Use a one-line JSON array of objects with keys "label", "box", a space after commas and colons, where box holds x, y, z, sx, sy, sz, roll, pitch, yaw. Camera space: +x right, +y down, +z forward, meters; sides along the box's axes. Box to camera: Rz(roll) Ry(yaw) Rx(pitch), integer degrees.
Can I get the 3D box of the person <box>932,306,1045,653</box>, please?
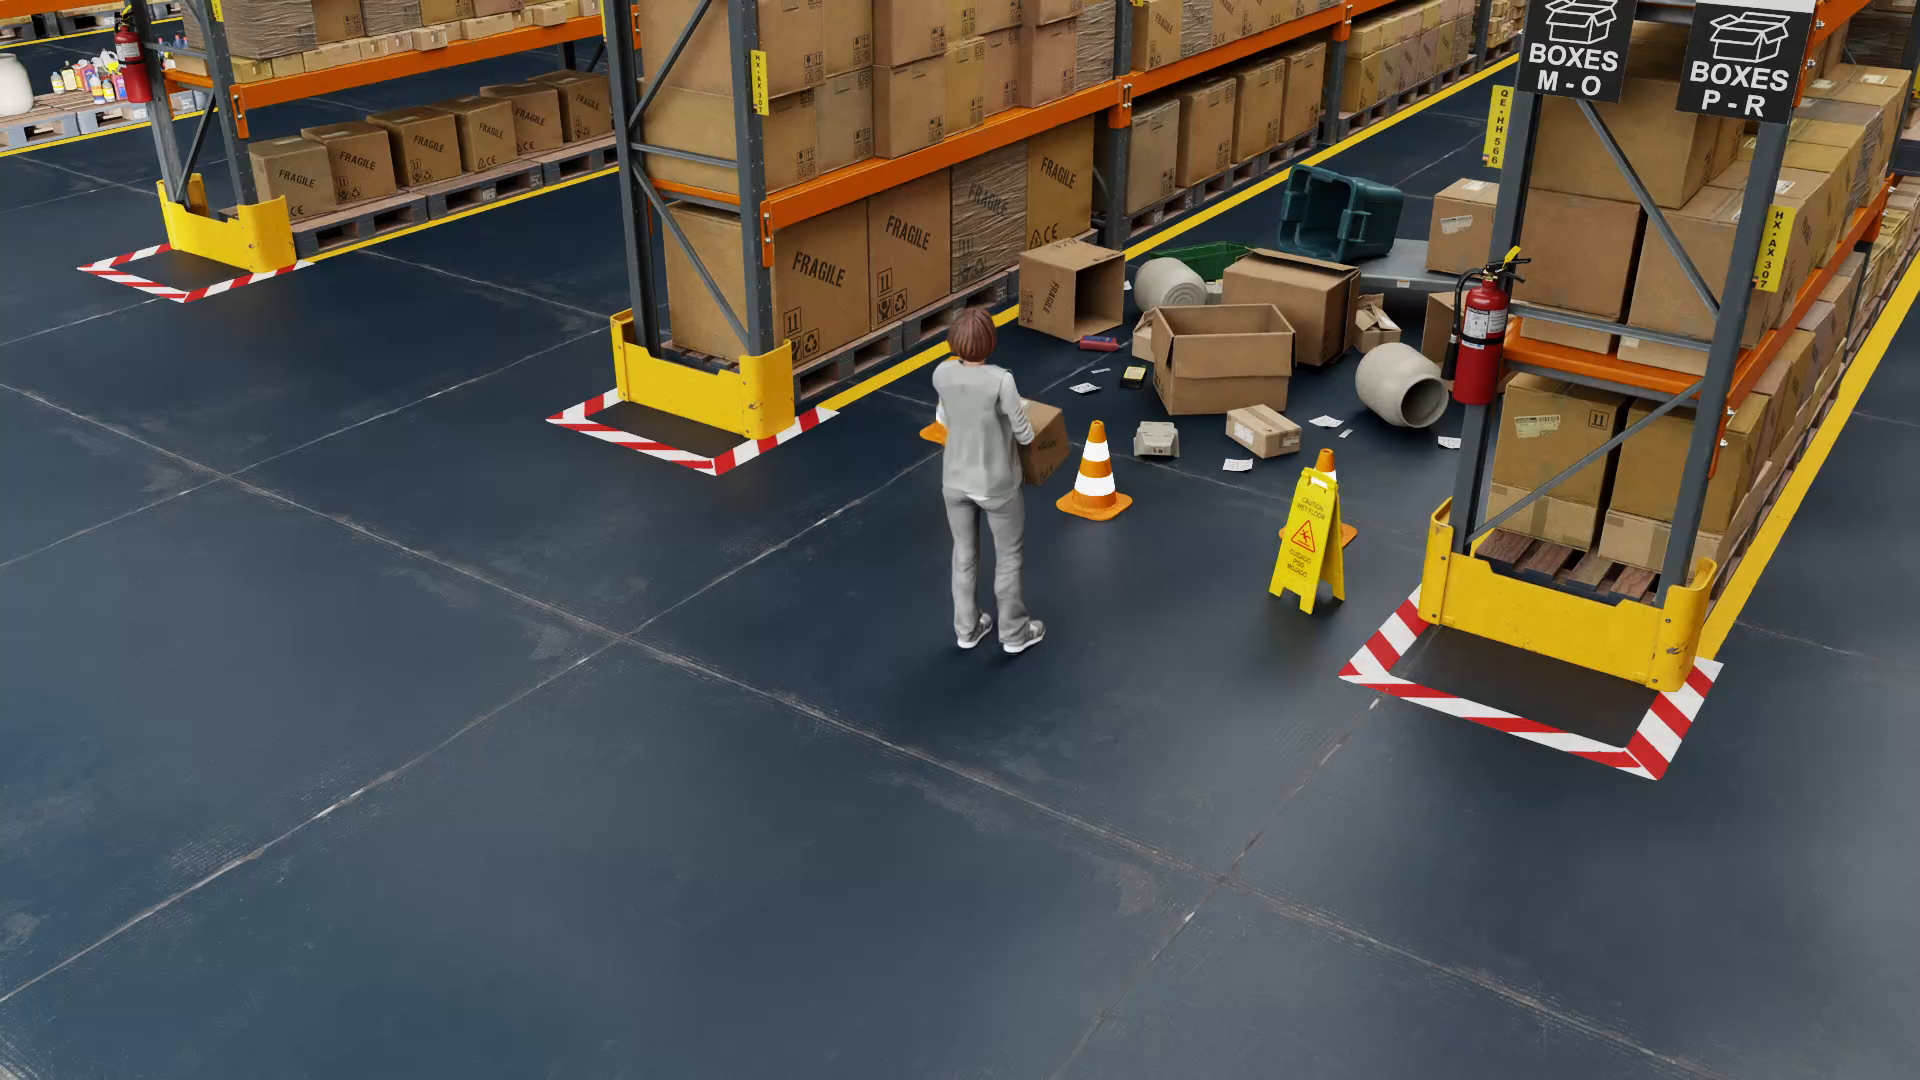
[{"label": "person", "box": [0.128, -0.263, 7.138, 0.451, 1.595, 0.458, 13, 30, 24]}]
